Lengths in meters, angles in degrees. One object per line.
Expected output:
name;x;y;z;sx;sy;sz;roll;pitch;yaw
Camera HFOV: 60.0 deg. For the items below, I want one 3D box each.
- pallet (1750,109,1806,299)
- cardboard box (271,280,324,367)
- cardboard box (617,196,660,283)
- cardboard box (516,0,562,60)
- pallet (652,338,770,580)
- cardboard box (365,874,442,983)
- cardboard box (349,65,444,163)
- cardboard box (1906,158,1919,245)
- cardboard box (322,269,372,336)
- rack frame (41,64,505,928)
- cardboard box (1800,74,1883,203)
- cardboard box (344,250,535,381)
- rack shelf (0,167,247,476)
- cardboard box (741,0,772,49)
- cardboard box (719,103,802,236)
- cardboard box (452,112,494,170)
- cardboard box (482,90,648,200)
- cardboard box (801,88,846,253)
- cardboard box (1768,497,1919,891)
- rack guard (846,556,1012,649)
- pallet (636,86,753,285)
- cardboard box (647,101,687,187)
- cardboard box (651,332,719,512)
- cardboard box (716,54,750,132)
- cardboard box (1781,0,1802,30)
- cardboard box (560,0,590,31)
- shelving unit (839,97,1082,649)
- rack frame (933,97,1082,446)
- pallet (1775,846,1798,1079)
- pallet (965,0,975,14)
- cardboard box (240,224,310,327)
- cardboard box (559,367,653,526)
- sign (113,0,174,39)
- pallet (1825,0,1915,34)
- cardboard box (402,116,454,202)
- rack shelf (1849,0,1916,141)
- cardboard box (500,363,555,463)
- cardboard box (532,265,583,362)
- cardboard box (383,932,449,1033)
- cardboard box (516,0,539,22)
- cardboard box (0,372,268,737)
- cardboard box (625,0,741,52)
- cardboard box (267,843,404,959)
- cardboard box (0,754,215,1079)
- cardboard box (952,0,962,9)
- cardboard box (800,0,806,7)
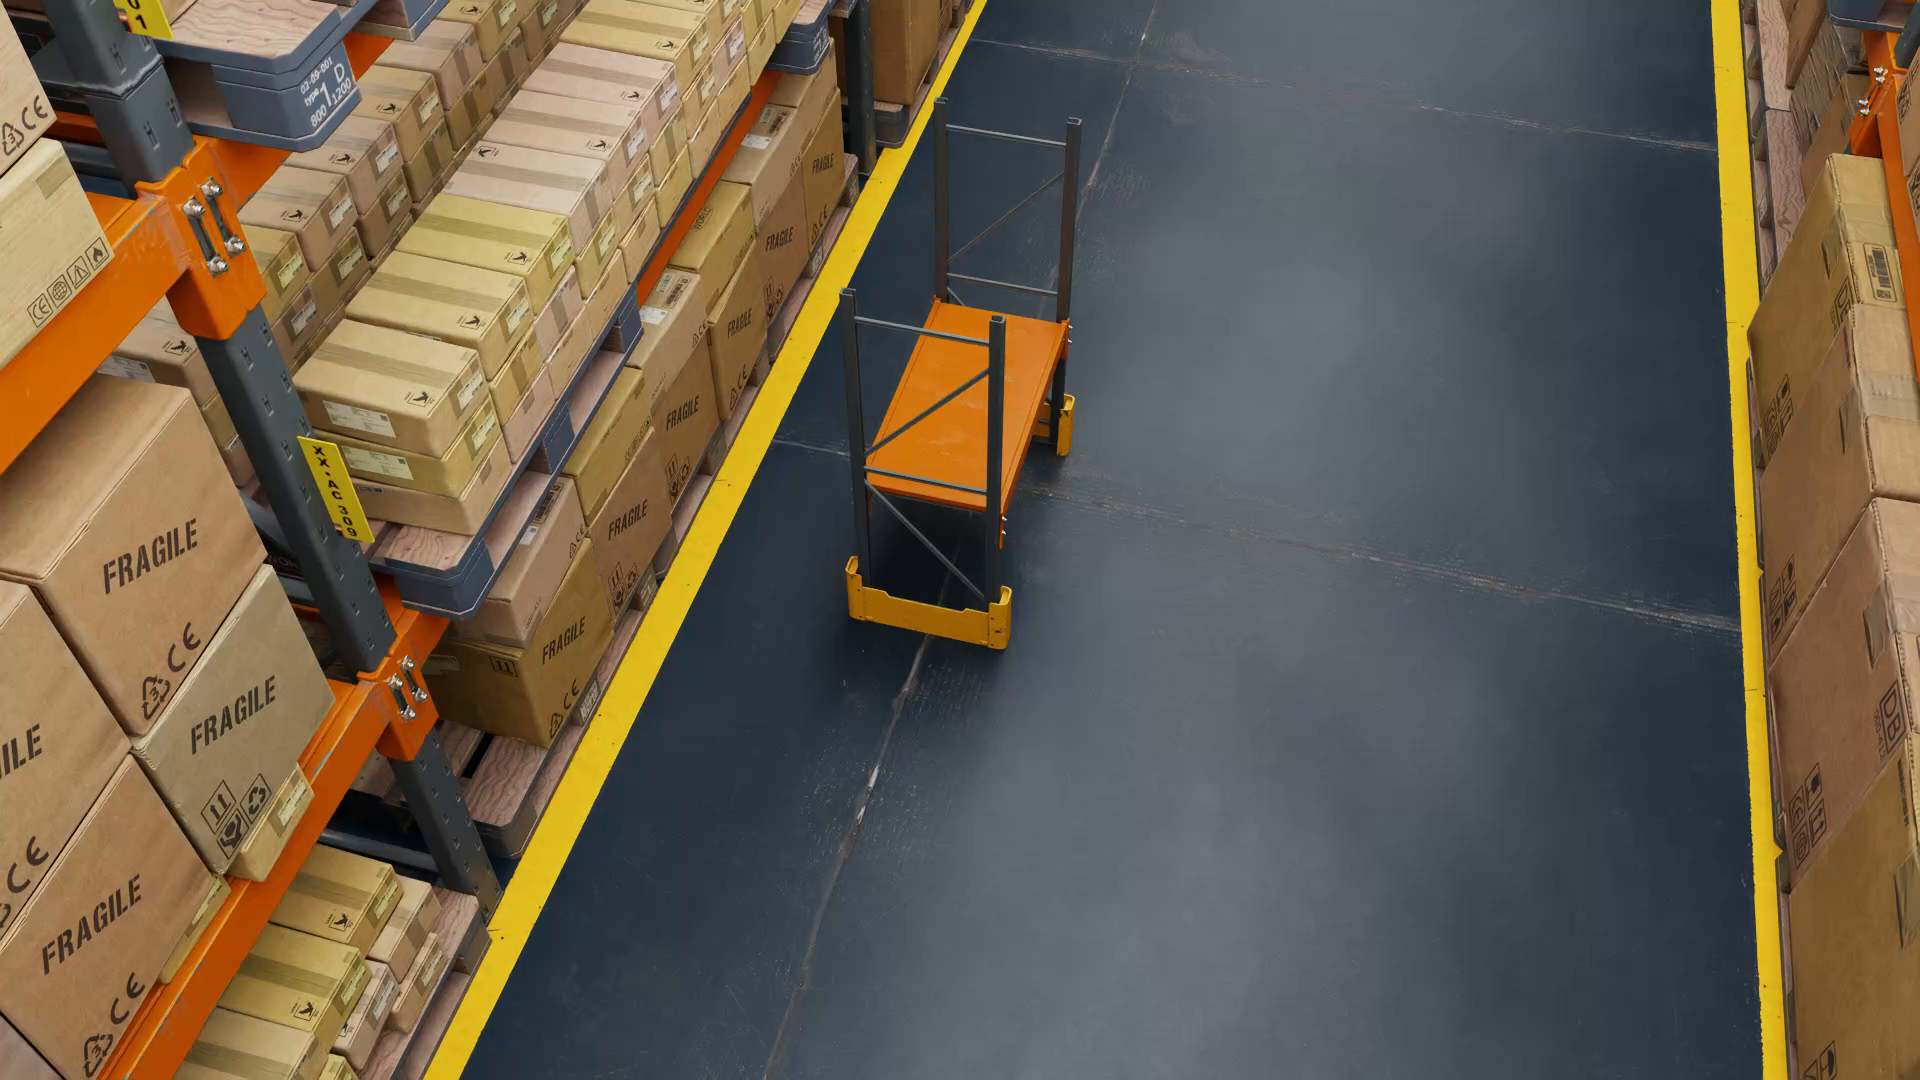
pallet;4.078;-1.409;7.353;1.003;0.211;1.213;12;50;10
cardboard box;-1.958;-0.598;4.466;0.380;0.149;0.250;12;50;10
cardboard box;-1.122;-0.923;4.951;0.380;0.149;0.250;10;49;8
cardboard box;-1.546;-1.732;5.467;0.380;0.149;0.250;11;50;10
pallet;-1.417;-0.452;6.508;1.003;0.211;1.213;12;50;10
cardboard box;-1.716;1.071;4.727;0.380;0.149;0.250;12;50;11
cardboard box;-1.746;-1.255;4.848;0.380;0.149;0.250;10;49;9
cardboard box;3.347;-1.129;5.179;0.500;0.500;0.500;10;49;9
cardboard box;-1.891;-0.676;4.733;0.380;0.149;0.250;11;50;10
rack frame;-1.940;0.074;4.184;1.000;3.000;0.127;12;50;10
cardboard box;4.028;-1.574;7.012;0.700;0.500;0.500;9;49;8
cardboard box;-1.325;-0.576;4.248;0.380;0.149;0.250;13;50;11
rack shelf;-2.466;0.766;2.052;1.077;0.370;4.000;12;50;10
cardboard box;-0.847;-1.781;5.511;0.380;0.149;0.250;11;50;10
cardboard box;-0.937;-1.465;6.429;0.500;0.250;0.500;12;50;11
cardboard box;-1.687;-1.251;5.241;0.380;0.149;0.250;14;50;12
cardboard box;-1.120;-1.126;4.734;0.380;0.149;0.250;11;50;10
cardboard box;-0.808;-1.603;7.051;0.500;0.500;0.500;11;50;10
cardboard box;3.202;0.577;4.877;1.225;0.875;0.875;10;49;9
rack guard;-0.111;0.222;5.887;0.587;0.250;0.087;12;50;10
pallet;-1.369;-1.316;5.538;1.003;0.211;1.213;12;50;10
cardboard box;-1.052;-1.224;5.019;0.380;0.149;0.250;11;49;9
cardboard box;-1.227;-0.484;6.064;0.500;0.500;0.500;12;50;11
cardboard box;-0.916;-1.501;5.461;0.380;0.149;0.250;13;50;11
cardboard box;4.451;-2.793;8.088;0.700;0.500;0.500;8;49;7
cardboard box;-1.478;-1.813;5.737;0.380;0.149;0.250;13;50;11
shelving unit;0.020;-0.551;5.736;0.587;1.500;1.083;12;50;10
rack frame;0.156;-0.926;6.067;0.500;1.500;0.032;12;50;10
pallet;2.949;1.476;4.807;1.003;0.211;1.213;12;50;10
pallet;-0.284;-3.331;9.049;1.003;0.211;1.213;12;50;10
cardboard box;-1.953;-0.702;4.360;0.380;0.149;0.250;10;49;9
cardboard box;-1.353;-0.354;5.449;0.500;0.250;0.500;13;50;11
sign;-1.414;-0.988;2.776;0.100;0.325;0.005;12;50;10
pallet;3.956;-2.240;6.354;1.213;0.211;1.003;12;50;10
cardboard box;-1.752;-1.163;4.965;0.380;0.149;0.250;9;49;8
rack shelf;4.398;-2.976;7.356;1.077;0.370;4.000;12;50;10
cardboard box;-1.325;-0.377;4.470;0.380;0.149;0.250;12;50;11
cardboard box;-1.259;-0.649;4.511;0.380;0.149;0.250;13;50;11
cardboard box;-1.715;1.230;4.786;0.380;0.149;0.250;12;50;11
cardboard box;-1.540;-1.825;5.350;0.380;0.149;0.250;13;50;11
cardboard box;-1.803;0.005;3.313;0.500;0.500;0.500;10;49;9
cardboard box;-0.916;-1.692;5.233;0.380;0.149;0.250;14;50;12
cardboard box;-1.783;0.990;4.600;0.380;0.149;0.250;13;50;11
cardboard box;-1.933;0.724;3.346;0.500;0.500;0.500;10;49;9
cardboard box;-0.413;-3.269;8.355;1.050;0.750;0.750;12;50;11
cardboard box;-0.708;-2.062;5.957;0.380;0.149;0.250;12;50;11
